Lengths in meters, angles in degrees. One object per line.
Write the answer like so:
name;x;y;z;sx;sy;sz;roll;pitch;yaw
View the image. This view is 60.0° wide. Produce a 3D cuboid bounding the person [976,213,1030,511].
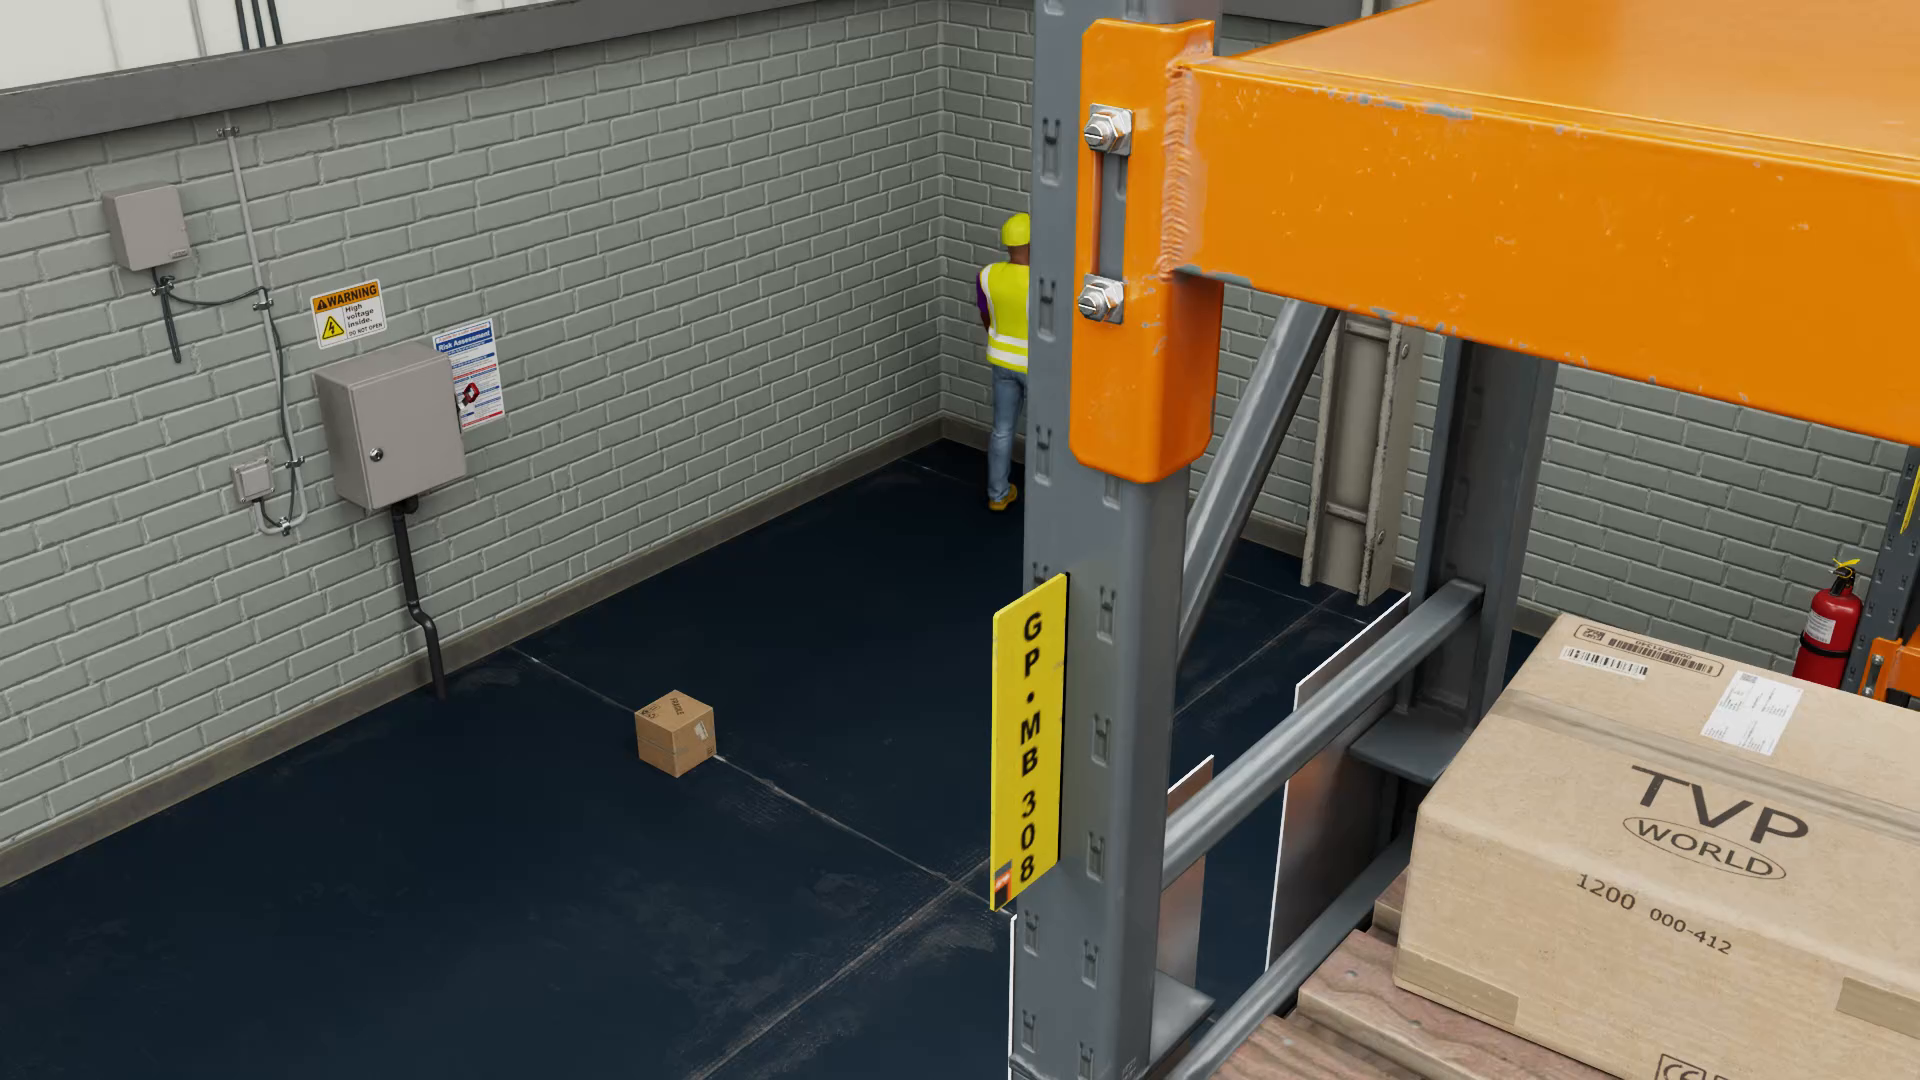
person;0.411;-1.059;9.638;0.578;1.769;0.756;14;30;25
